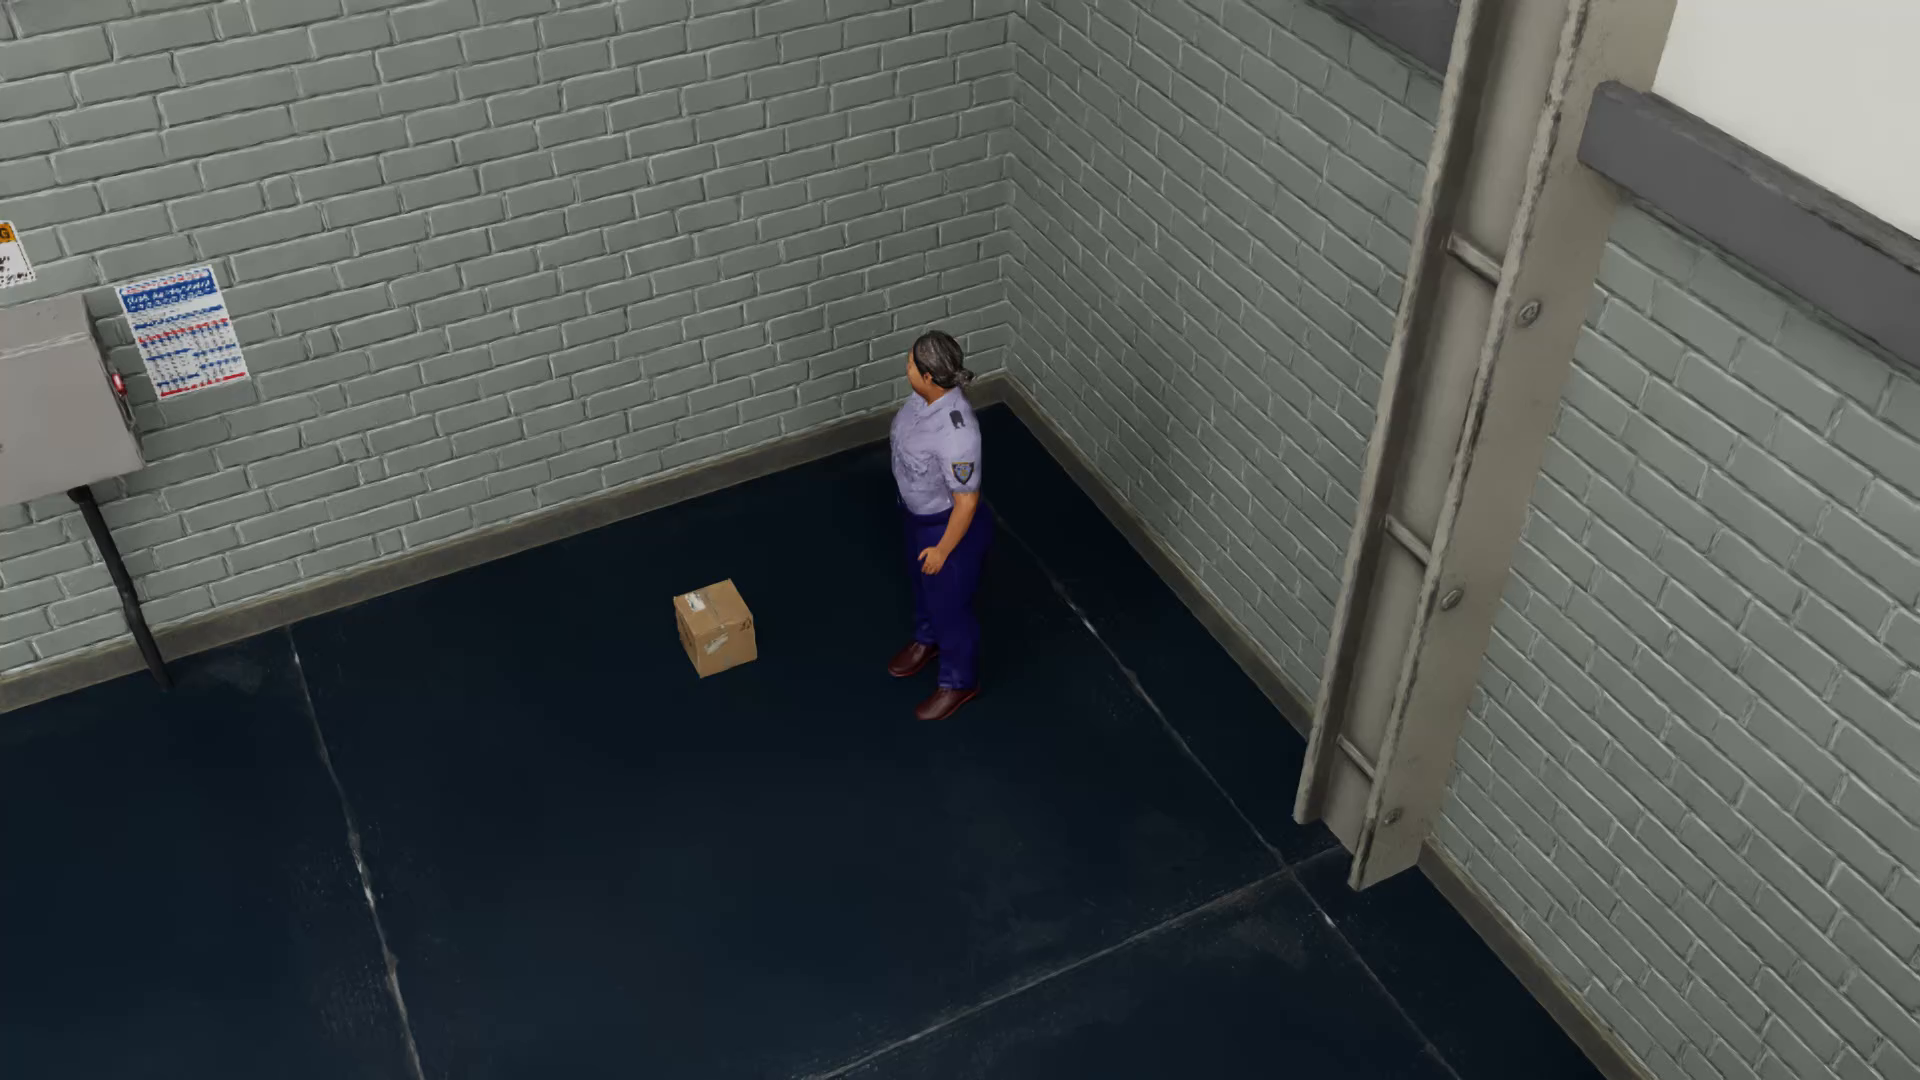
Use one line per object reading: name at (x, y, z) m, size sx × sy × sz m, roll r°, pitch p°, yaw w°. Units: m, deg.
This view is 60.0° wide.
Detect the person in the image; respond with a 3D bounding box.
person at (-0.086, -0.061, 6.235) m, size 0.399 × 1.691 × 0.529 m, roll -9°, pitch 42°, yaw -10°
